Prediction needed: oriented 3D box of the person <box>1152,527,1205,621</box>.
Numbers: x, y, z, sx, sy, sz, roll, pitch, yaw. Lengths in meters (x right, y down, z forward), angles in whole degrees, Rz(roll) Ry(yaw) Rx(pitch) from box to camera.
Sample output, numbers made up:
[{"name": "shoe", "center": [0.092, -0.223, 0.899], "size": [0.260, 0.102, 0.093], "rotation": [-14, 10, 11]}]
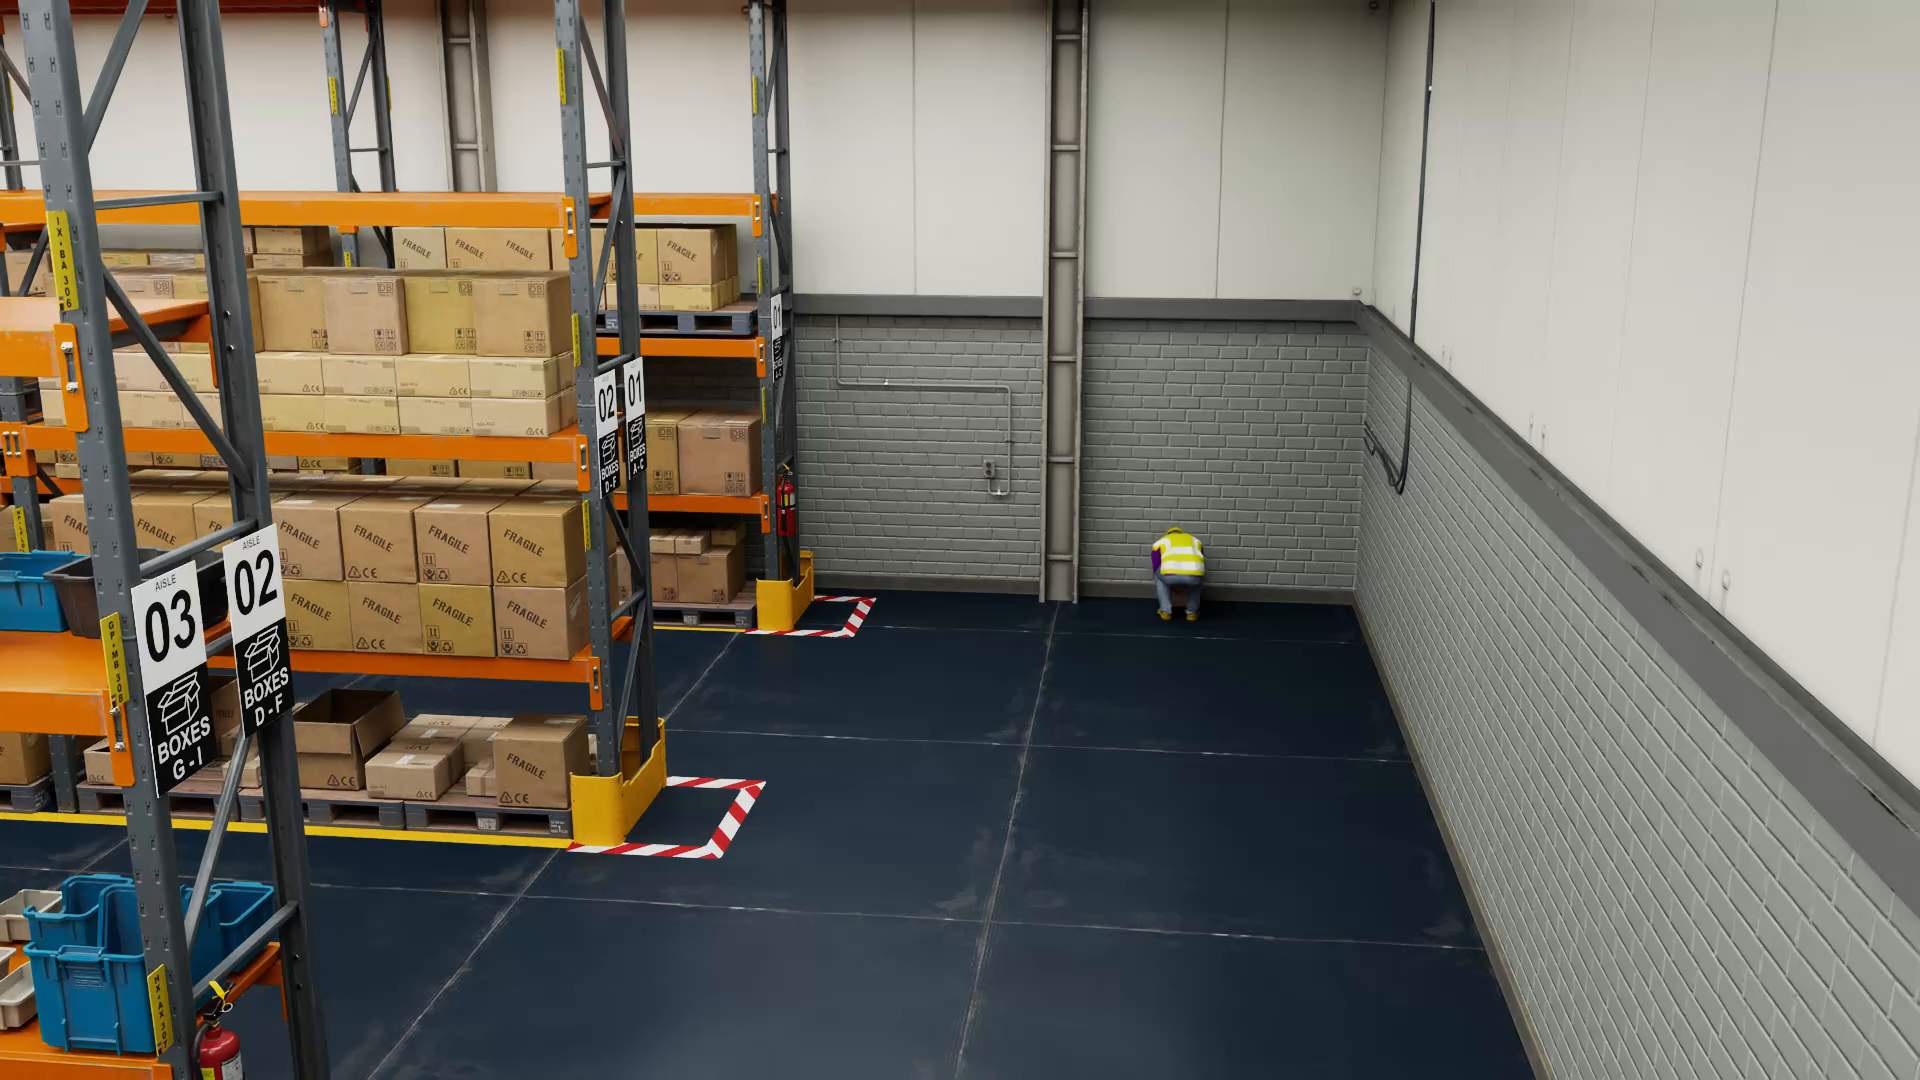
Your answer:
[{"name": "person", "center": [2.174, 0.350, 16.613], "size": [0.523, 0.804, 0.968], "rotation": [1, 14, 5]}]
